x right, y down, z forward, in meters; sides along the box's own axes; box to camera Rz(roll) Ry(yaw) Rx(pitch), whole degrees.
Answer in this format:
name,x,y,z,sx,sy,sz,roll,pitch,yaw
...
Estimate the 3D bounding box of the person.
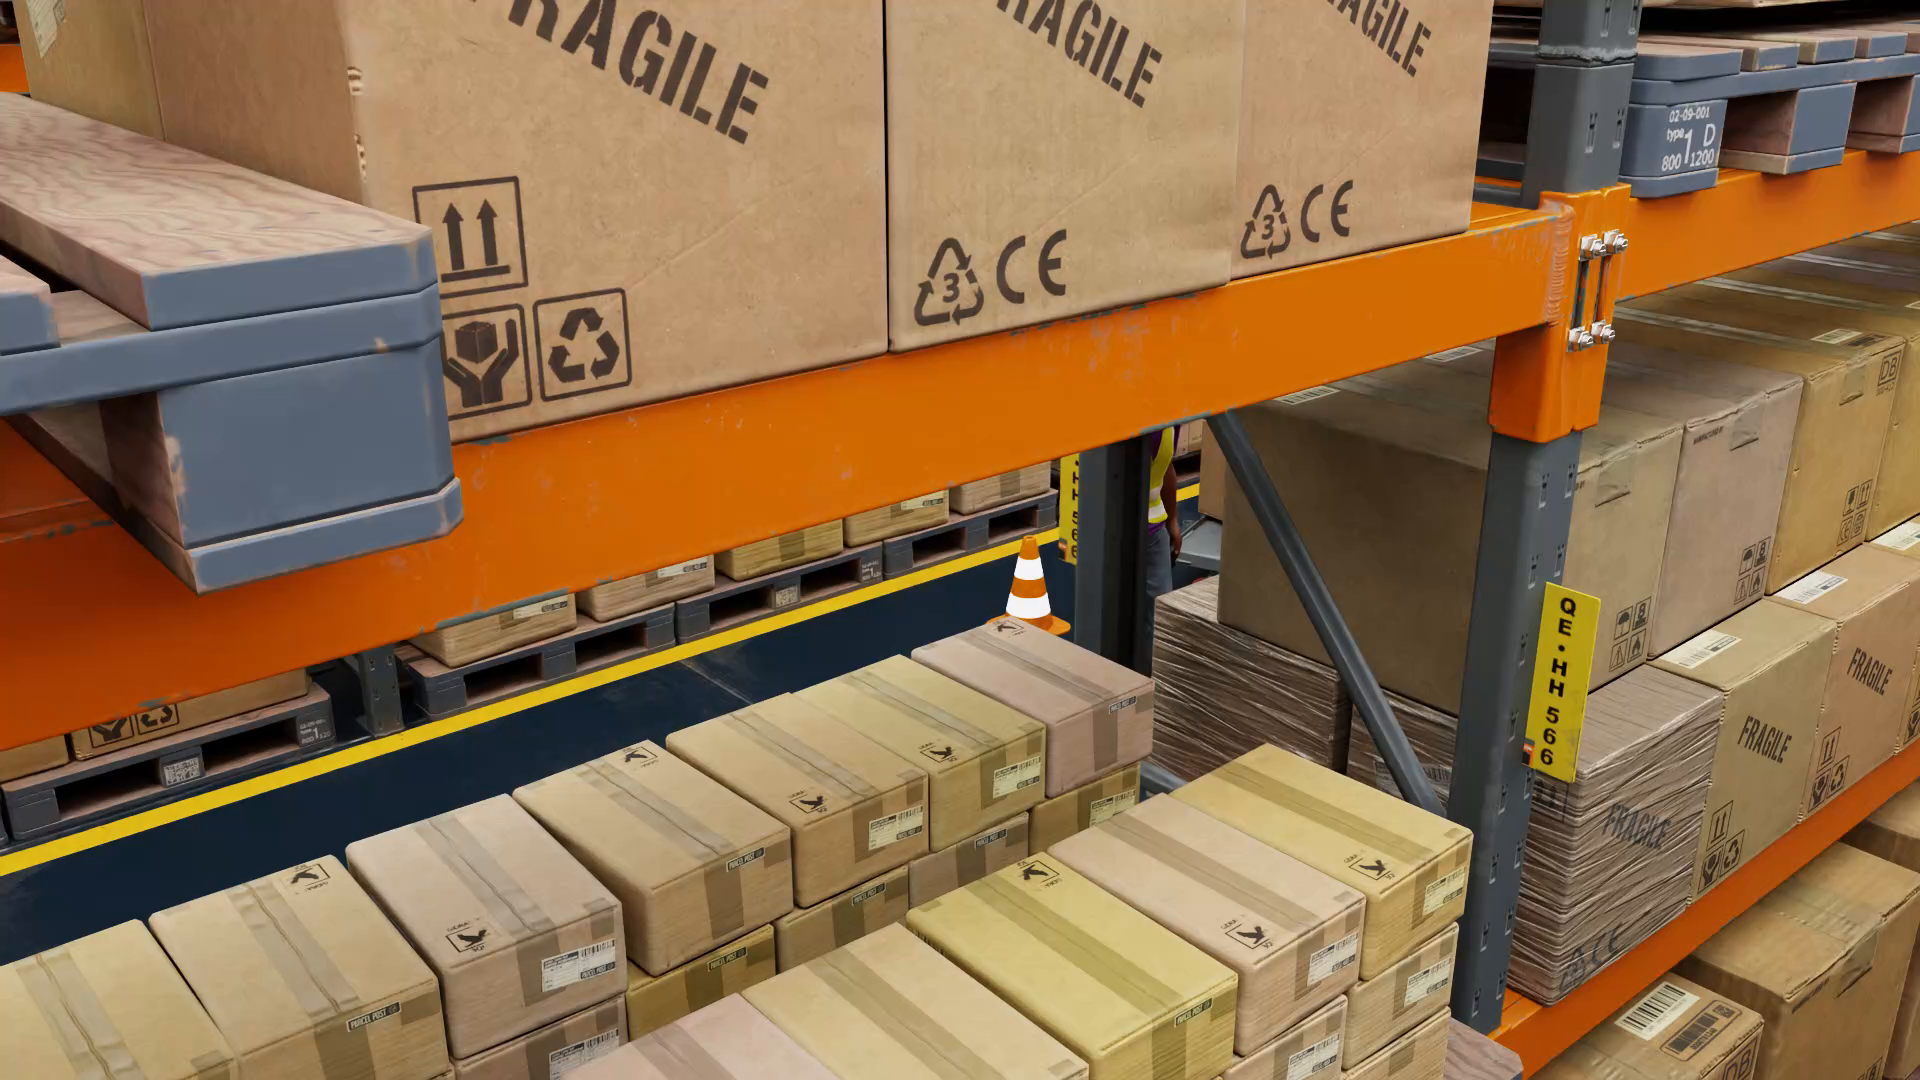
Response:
name,x,y,z,sx,sy,sz,roll,pitch,yaw
person,0.673,0.011,6.601,0.632,1.806,0.471,-19,28,-41
